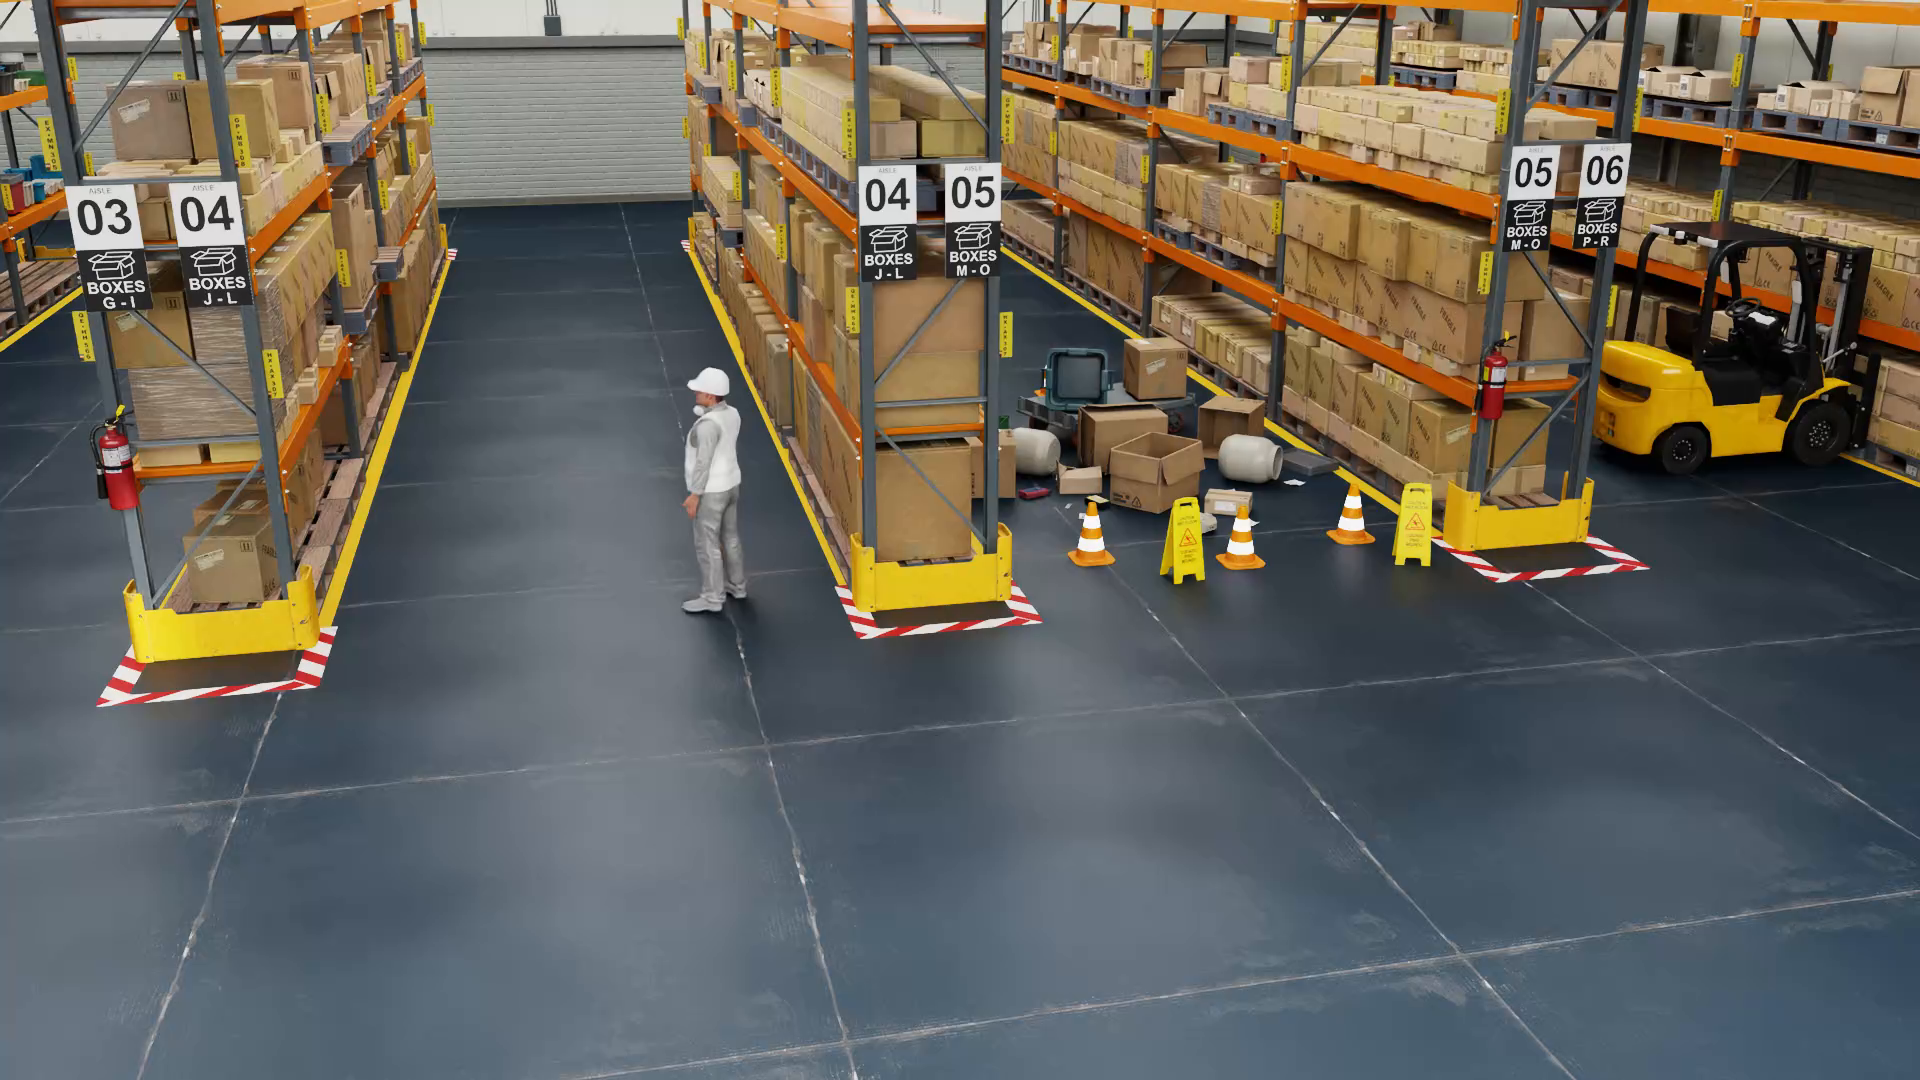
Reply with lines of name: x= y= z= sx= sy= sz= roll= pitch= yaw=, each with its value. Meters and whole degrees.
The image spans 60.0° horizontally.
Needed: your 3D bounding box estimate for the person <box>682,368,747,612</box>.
person: x=-1.797 y=-0.380 z=12.042 sx=0.388 sy=1.782 sz=0.612 roll=6 pitch=20 yaw=16
